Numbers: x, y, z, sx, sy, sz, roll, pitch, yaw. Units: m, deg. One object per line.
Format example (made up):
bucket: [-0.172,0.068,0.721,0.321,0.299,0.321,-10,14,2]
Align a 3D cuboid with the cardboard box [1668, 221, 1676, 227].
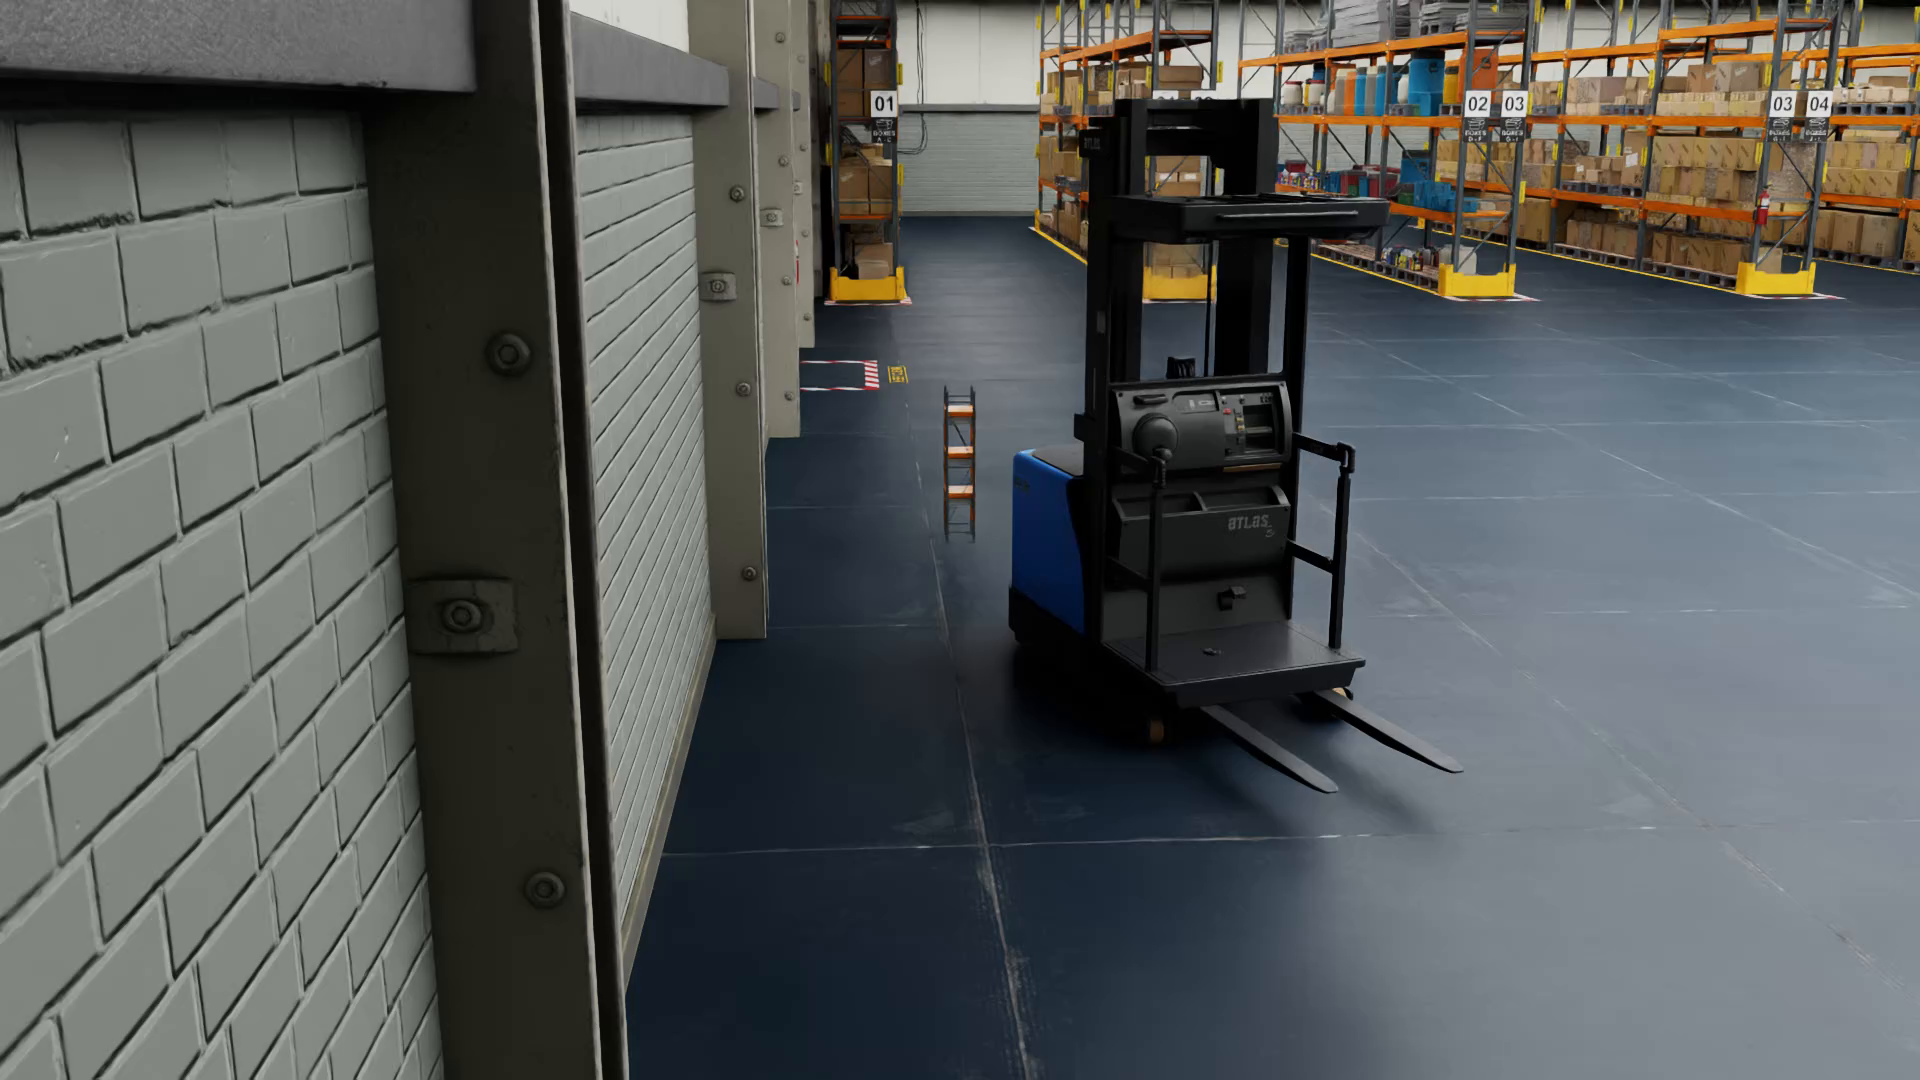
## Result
cardboard box: [17.196,-7.572,39.816,0.380,0.149,0.250,-1,14,-5]

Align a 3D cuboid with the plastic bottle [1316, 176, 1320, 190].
plastic bottle: [7.471,-7.441,34.663,0.061,0.283,0.133,-1,14,-3]

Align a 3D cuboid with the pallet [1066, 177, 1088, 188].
pallet: [2.853,-7.719,35.893,1.003,0.211,1.213,-1,14,-3]

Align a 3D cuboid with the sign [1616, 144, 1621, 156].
sign: [16.785,-9.932,42.372,0.100,0.325,0.005,-1,14,-3]

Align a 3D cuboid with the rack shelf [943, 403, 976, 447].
rack shelf: [-0.003,-0.786,11.379,0.215,0.259,0.240,-1,14,-3]

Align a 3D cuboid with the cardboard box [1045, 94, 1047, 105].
cardboard box: [2.315,-10.560,39.826,0.500,0.250,0.500,-1,14,-3]

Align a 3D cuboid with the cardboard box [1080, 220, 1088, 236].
cardboard box: [2.717,-6.337,33.686,0.500,0.311,0.500,0,14,-2]

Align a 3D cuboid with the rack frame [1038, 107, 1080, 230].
rack frame: [2.482,-9.318,41.722,1.000,3.000,0.127,-1,14,-3]

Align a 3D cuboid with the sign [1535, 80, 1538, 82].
sign: [13.158,-10.341,38.011,0.100,0.325,0.005,-1,14,-3]

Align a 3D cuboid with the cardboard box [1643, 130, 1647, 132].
cardboard box: [17.137,-9.827,40.897,0.500,0.500,0.500,-1,14,-5]

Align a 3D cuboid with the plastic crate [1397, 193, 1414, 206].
plastic crate: [7.972,-5.965,29.114,0.450,0.188,0.662,-1,14,-3]

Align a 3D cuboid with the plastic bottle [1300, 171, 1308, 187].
plastic bottle: [7.432,-7.799,35.915,0.144,0.351,0.185,-1,14,-3]

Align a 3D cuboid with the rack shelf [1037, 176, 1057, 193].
rack shelf: [2.606,-8.472,39.878,1.077,0.370,4.000,-1,14,-3]

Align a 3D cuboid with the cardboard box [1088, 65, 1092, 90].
cardboard box: [2.925,-9.549,34.393,0.500,0.500,0.500,-1,14,-3]

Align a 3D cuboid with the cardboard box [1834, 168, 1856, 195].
cardboard box: [17.674,-7.089,32.857,0.500,0.500,0.500,-1,14,-4]

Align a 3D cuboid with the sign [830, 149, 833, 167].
sign: [-2.272,-6.807,29.641,0.100,0.325,0.005,-1,14,-3]

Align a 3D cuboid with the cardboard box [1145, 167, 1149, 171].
cardboard box: [3.416,-6.276,27.093,0.700,0.500,0.500,-1,14,-5]

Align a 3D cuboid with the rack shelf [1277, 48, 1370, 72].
rack shelf: [7.798,-10.265,35.608,1.077,0.370,4.000,-1,14,-3]

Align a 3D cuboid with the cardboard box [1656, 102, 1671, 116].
cardboard box: [12.885,-7.750,29.908,0.500,0.250,0.500,-1,15,-6]

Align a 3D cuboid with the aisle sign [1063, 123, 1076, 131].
aisle sign: [2.783,-10.599,41.482,0.394,0.787,0.004,-1,14,-3]

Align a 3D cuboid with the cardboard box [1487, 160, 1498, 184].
cardboard box: [12.396,-8.405,37.974,0.500,0.500,0.500,-1,14,-3]

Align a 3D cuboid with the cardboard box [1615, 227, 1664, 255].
cardboard box: [13.086,-5.760,32.027,0.700,0.500,0.500,-1,14,-4]

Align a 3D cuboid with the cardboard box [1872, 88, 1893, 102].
cardboard box: [17.774,-8.473,31.674,0.500,0.250,0.500,-1,14,-4]

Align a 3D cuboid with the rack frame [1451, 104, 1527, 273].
rack frame: [8.417,-5.414,26.550,1.000,3.000,0.127,-1,14,-3]

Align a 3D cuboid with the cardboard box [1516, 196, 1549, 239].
cardboard box: [12.796,-7.049,36.323,1.225,0.875,0.875,-1,14,-3]

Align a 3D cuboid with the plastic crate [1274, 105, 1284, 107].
plastic crate: [7.299,-9.992,38.657,0.416,0.233,0.300,-1,14,-3]

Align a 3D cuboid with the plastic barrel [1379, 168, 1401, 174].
plastic barrel: [8.284,-6.899,32.047,0.433,0.535,0.433,0,14,0]

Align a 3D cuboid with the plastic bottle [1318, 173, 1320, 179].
plastic bottle: [7.960,-7.987,36.808,0.097,0.271,0.097,0,14,0]

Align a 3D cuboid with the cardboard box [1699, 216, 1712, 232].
cardboard box: [17.355,-7.332,38.175,0.500,0.500,0.500,0,14,-1]

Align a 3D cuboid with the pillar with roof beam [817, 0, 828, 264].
pillar with roof beam: [1.548,-9.886,31.891,9.100,9.000,0.400,-1,14,-3]

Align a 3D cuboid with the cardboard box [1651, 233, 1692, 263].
cardboard box: [13.098,-5.378,30.584,0.500,0.500,0.500,-1,14,-5]

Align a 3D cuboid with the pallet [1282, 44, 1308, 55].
pallet: [7.756,-10.814,36.677,1.003,0.211,1.213,-1,14,-3]

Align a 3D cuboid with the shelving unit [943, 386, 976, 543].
shelving unit: [-0.003,-0.522,11.447,0.215,1.050,0.252,-1,14,-3]

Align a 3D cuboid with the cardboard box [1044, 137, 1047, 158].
cardboard box: [2.312,-9.482,40.151,0.500,0.500,0.500,-1,14,-3]

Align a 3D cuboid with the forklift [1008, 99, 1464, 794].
forklift: [1.260,-0.571,7.864,1.130,2.935,3.031,-5,15,-20]

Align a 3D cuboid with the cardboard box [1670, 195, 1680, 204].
cardboard box: [12.871,-6.057,29.551,0.380,0.149,0.250,-1,14,-3]

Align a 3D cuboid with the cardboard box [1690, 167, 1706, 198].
cardboard box: [13.196,-6.193,28.777,0.875,0.500,0.500,-1,14,-3]

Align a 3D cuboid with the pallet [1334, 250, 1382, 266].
pallet: [8.003,-5.558,32.703,1.003,0.211,1.213,-1,14,-3]

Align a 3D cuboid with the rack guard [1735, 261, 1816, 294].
rack guard: [13.356,-4.299,27.232,1.175,0.500,0.348,-1,14,-3]

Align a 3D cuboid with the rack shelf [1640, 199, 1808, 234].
rack shelf: [13.237,-5.640,28.870,1.077,0.370,4.000,-1,14,-3]

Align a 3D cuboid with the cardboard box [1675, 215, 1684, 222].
cardboard box: [17.208,-7.634,39.458,0.380,0.149,0.250,-2,15,-6]

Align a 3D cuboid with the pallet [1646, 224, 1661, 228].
pallet: [17.418,-7.647,40.823,1.003,0.211,1.213,-1,14,-3]

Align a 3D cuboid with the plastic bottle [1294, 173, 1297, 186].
plastic bottle: [7.374,-7.898,36.462,0.097,0.271,0.097,0,14,0]

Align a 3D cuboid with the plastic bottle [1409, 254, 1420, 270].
plastic bottle: [7.878,-4.821,28.829,0.152,0.276,0.135,-1,14,-3]

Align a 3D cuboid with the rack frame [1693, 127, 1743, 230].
rack frame: [17.574,-8.527,38.646,1.000,3.000,0.127,-1,14,-3]

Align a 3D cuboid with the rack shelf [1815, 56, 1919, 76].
rack shelf: [22.384,-11.489,40.366,1.077,0.370,4.000,-1,14,-3]

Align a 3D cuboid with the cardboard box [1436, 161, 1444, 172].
cardboard box: [12.169,-9.289,41.312,0.500,0.250,0.500,-1,14,-4]

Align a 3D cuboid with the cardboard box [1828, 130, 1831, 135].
cardboard box: [21.995,-10.247,41.823,0.380,0.149,0.250,0,14,-2]

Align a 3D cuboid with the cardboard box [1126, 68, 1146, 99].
cardboard box: [3.202,-7.696,28.067,0.797,0.503,0.637,1,14,3]

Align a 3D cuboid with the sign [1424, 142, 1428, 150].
sign: [11.815,-9.921,42.167,0.100,0.325,0.005,-1,14,-3]

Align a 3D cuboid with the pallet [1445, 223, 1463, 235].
pallet: [12.570,-7.619,40.716,1.003,0.211,1.213,-1,14,-3]

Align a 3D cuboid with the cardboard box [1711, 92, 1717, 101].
cardboard box: [12.988,-7.521,28.218,0.380,0.149,0.250,-2,15,-6]

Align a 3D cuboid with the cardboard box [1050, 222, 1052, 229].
cardboard box: [2.328,-7.385,39.049,0.380,0.149,0.250,-1,14,-3]
